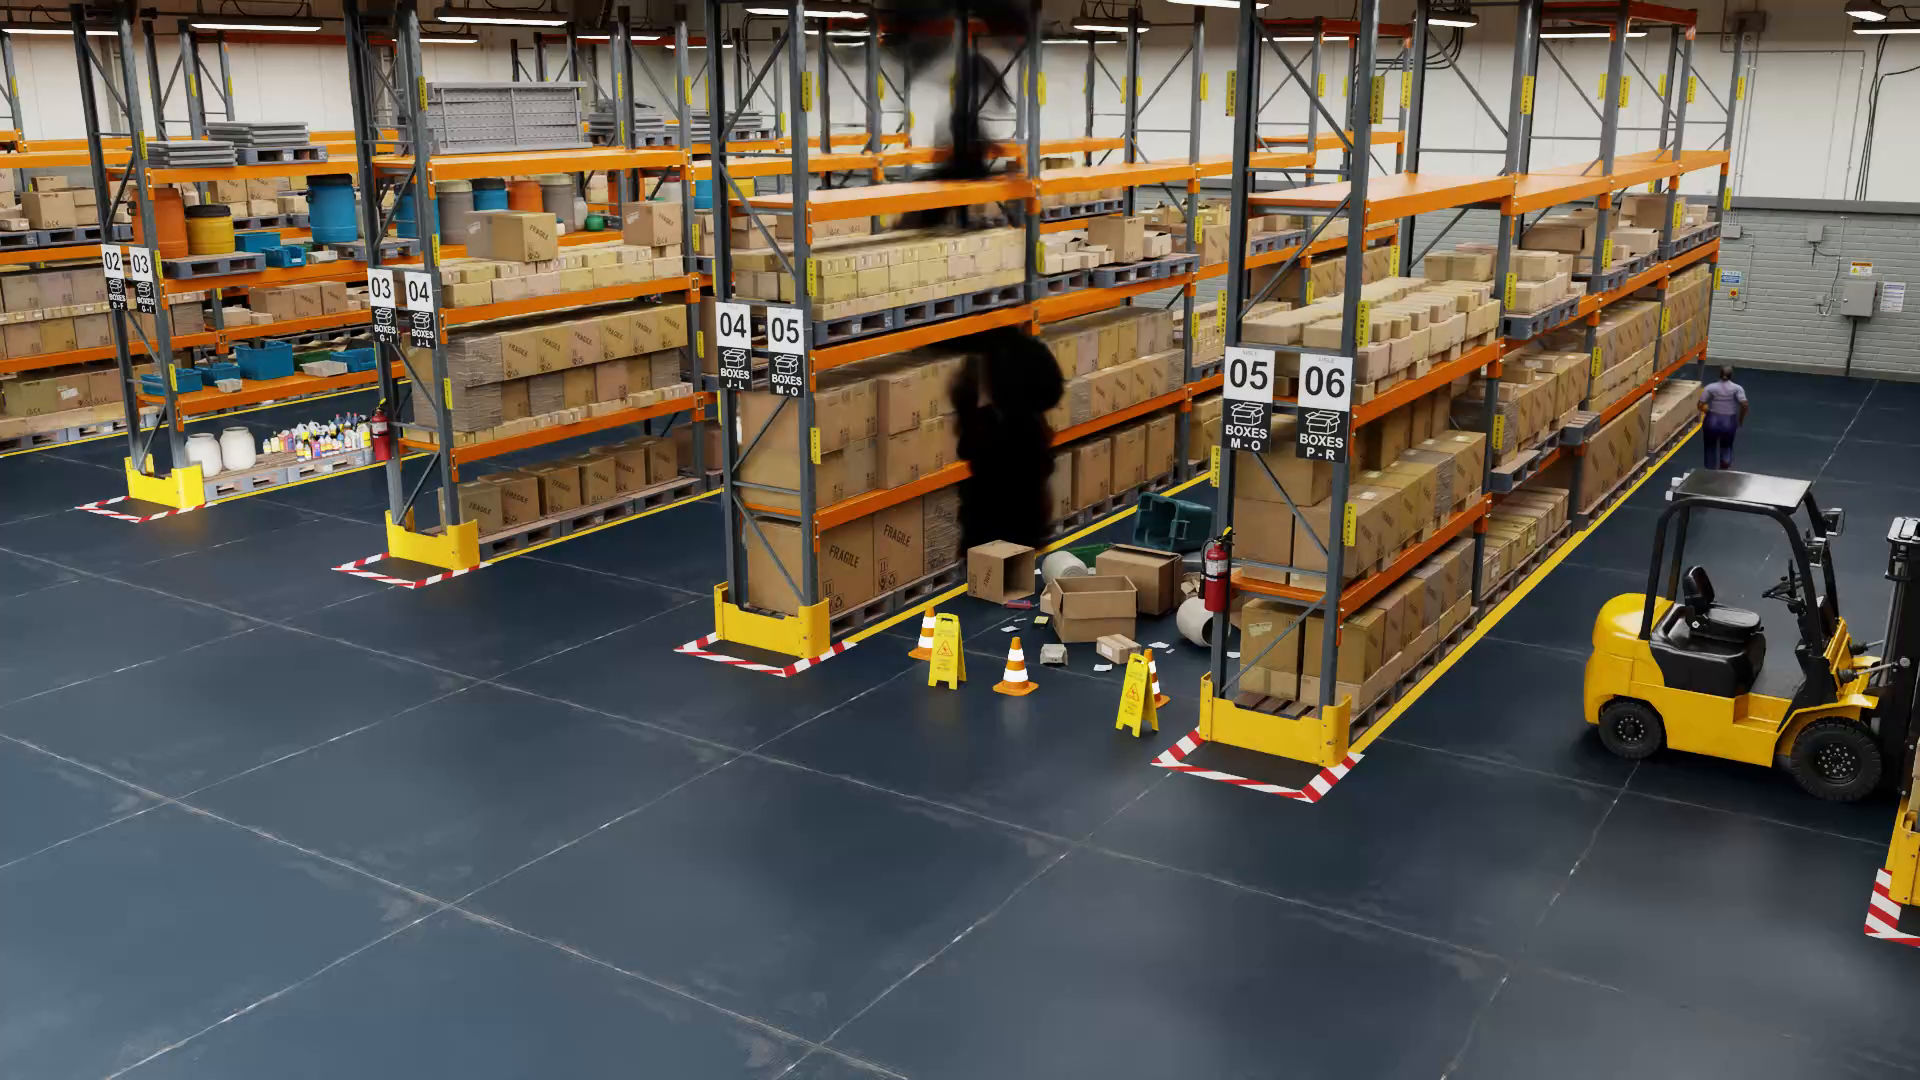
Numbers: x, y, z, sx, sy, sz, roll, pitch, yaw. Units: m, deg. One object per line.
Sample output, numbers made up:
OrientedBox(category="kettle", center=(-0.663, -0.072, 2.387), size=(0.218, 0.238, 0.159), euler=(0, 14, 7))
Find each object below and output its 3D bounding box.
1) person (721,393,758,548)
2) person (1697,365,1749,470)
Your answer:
OrientedBox(category="person", center=(-2.317, -0.721, 17.614), size=(0.593, 1.702, 0.620), euler=(8, 18, 28))
OrientedBox(category="person", center=(9.890, -1.489, 21.626), size=(0.607, 1.606, 0.549), euler=(7, 17, 25))
